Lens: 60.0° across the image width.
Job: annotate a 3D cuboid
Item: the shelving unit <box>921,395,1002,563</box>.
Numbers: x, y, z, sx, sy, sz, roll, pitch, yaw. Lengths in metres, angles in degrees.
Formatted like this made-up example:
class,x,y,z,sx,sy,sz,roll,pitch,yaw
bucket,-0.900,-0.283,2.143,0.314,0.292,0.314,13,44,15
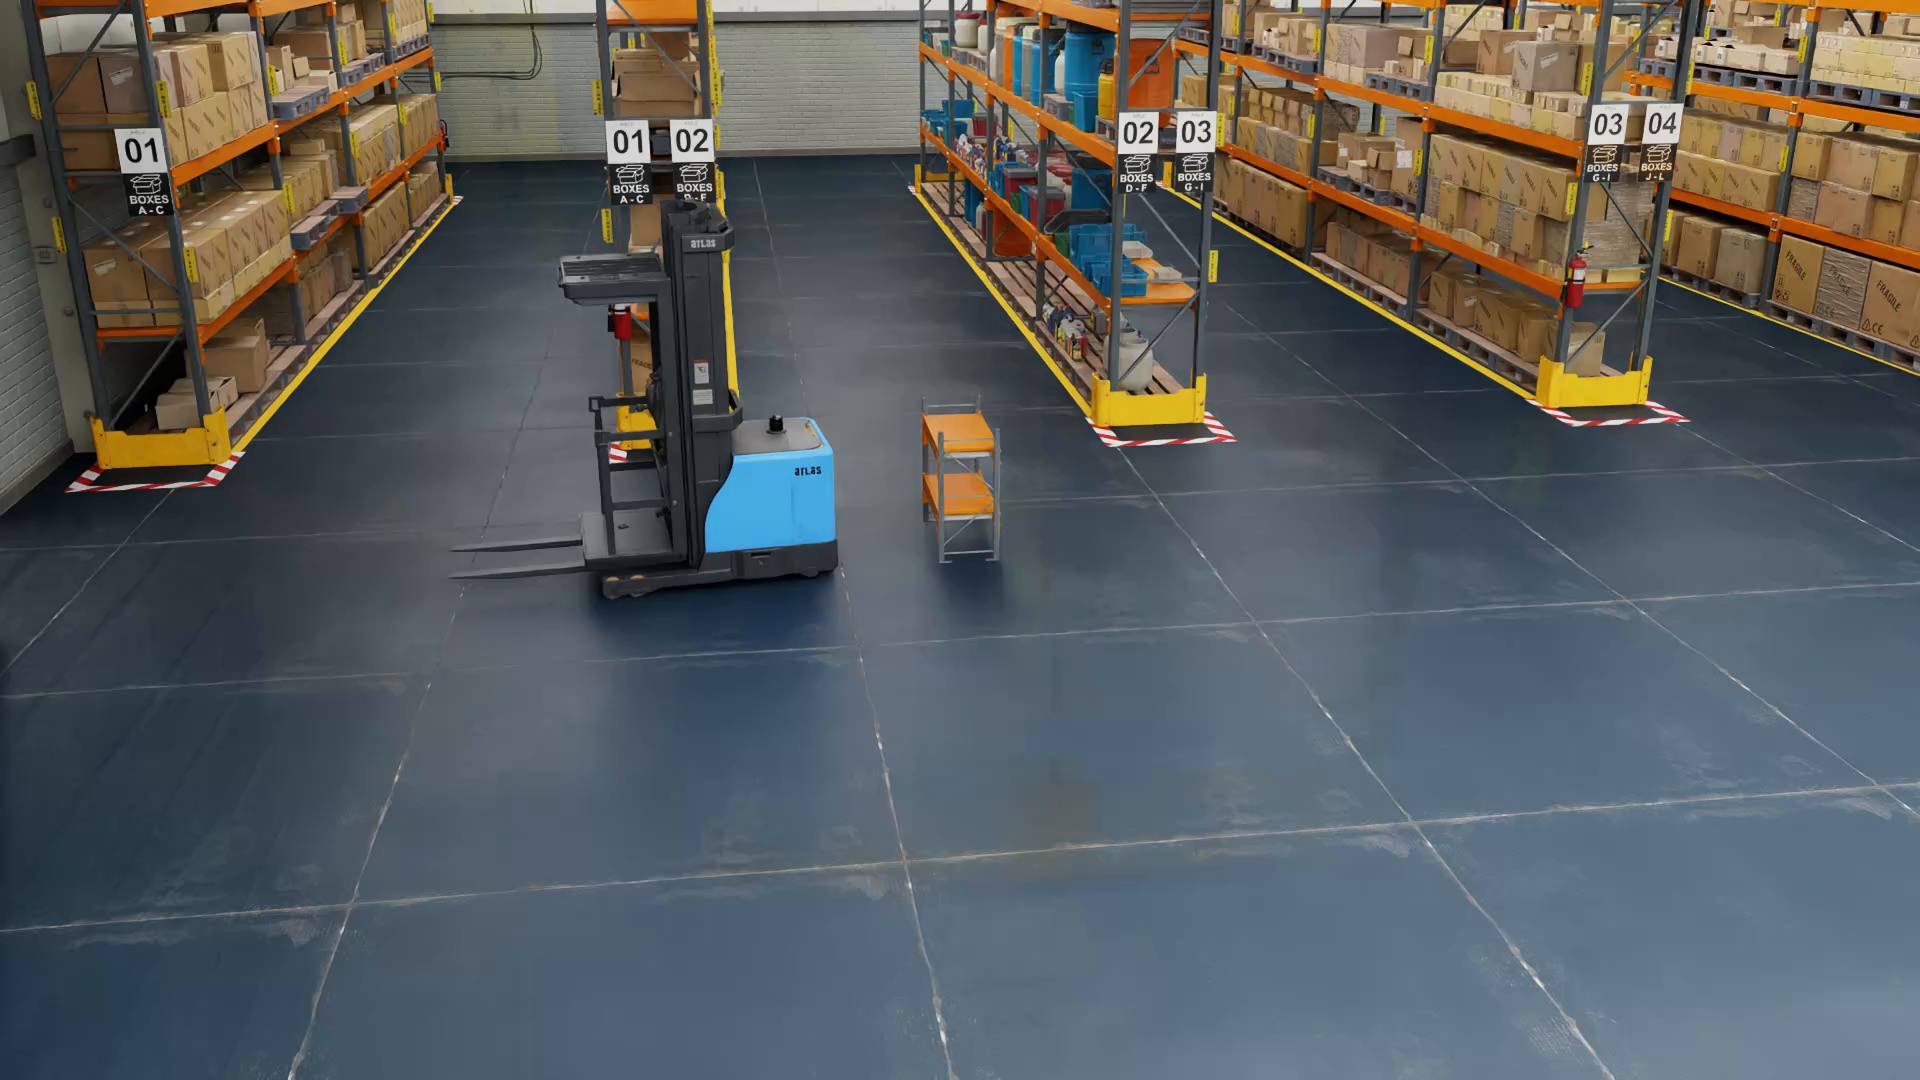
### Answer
class,x,y,z,sx,sy,sz,roll,pitch,yaw
shelving unit,-0.001,-0.529,14.026,0.538,1.125,1.048,-3,21,-8

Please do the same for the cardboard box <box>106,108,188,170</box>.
class,x,y,z,sx,sy,sz,roll,pitch,yaw
cardboard box,-7.562,-3.740,15.483,0.500,0.500,0.500,-2,21,-6

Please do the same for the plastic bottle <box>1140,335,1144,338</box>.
class,x,y,z,sx,sy,sz,roll,pitch,yaw
plastic bottle,2.089,-2.221,19.146,0.097,0.271,0.097,0,20,0

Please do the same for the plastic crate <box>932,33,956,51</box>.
class,x,y,z,sx,sy,sz,roll,pitch,yaw
plastic crate,-0.250,-8.756,29.255,0.437,0.282,0.530,-3,21,-8

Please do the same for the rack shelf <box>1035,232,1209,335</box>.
class,x,y,z,sx,sy,sz,roll,pitch,yaw
rack shelf,1.754,-3.005,19.003,1.077,0.370,4.000,-3,21,-8

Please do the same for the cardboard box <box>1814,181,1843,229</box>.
class,x,y,z,sx,sy,sz,roll,pitch,yaw
cardboard box,11.456,-4.253,21.102,0.875,0.550,0.550,-3,21,-8

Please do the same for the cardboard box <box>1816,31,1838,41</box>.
class,x,y,z,sx,sy,sz,roll,pitch,yaw
cardboard box,14.856,-8.591,28.376,0.380,0.166,0.250,-4,21,-11

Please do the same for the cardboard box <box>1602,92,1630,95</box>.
class,x,y,z,sx,sy,sz,roll,pitch,yaw
cardboard box,7.064,-4.802,18.143,0.380,0.149,0.250,-2,21,-6

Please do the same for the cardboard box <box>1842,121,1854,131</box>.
class,x,y,z,sx,sy,sz,roll,pitch,yaw
cardboard box,15.104,-6.841,27.746,0.500,0.250,0.500,-3,21,-9

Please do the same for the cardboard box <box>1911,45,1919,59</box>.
class,x,y,z,sx,sy,sz,roll,pitch,yaw
cardboard box,11.262,-5.647,19.237,0.380,0.149,0.250,-3,21,-7

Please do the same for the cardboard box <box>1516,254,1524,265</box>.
class,x,y,z,sx,sy,sz,roll,pitch,yaw
cardboard box,6.560,-3.216,18.900,0.380,0.149,0.250,-3,21,-8

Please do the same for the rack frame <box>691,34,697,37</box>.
class,x,y,z,sx,sy,sz,roll,pitch,yaw
rack frame,-4.590,-9.366,26.432,1.000,3.000,0.127,-3,21,-8

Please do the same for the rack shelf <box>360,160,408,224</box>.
class,x,y,z,sx,sy,sz,roll,pitch,yaw
rack shelf,-9.203,-5.275,25.081,1.077,0.370,4.000,-3,21,-8

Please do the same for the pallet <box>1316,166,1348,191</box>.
class,x,y,z,sx,sy,sz,roll,pitch,yaw
pallet,5.999,-5.338,24.495,1.213,0.211,1.003,-3,21,-8

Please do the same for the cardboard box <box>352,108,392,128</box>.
class,x,y,z,sx,sy,sz,roll,pitch,yaw
cardboard box,-9.106,-6.525,25.731,0.500,0.250,0.500,-2,21,-7

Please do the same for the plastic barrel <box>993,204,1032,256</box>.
class,x,y,z,sx,sy,sz,roll,pitch,yaw
plastic barrel,0.802,-4.768,25.196,0.600,0.830,0.708,-3,21,-8

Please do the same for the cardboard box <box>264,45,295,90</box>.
class,x,y,z,sx,sy,sz,roll,pitch,yaw
cardboard box,-8.515,-5.804,20.438,0.500,0.500,0.500,-4,21,-10

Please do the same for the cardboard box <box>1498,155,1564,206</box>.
class,x,y,z,sx,sy,sz,roll,pitch,yaw
cardboard box,6.472,-4.078,18.850,0.500,0.500,0.500,-3,21,-8

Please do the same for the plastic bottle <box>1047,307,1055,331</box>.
class,x,y,z,sx,sy,sz,roll,pitch,yaw
plastic bottle,1.152,-2.722,20.480,0.152,0.276,0.135,-2,21,-6

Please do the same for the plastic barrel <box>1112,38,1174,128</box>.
class,x,y,z,sx,sy,sz,roll,pitch,yaw
plastic barrel,1.847,-4.614,16.783,0.600,0.830,0.708,-3,21,-8

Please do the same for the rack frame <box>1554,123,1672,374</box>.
class,x,y,z,sx,sy,sz,roll,pitch,yaw
rack frame,6.944,-2.899,17.692,1.000,3.000,0.127,-3,21,-8

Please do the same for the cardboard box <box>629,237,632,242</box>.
class,x,y,z,sx,sy,sz,roll,pitch,yaw
cardboard box,-3.142,-2.965,16.797,0.380,0.149,0.250,-2,21,-6

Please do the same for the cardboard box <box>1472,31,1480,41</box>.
class,x,y,z,sx,sy,sz,roll,pitch,yaw
cardboard box,9.664,-9.110,30.247,0.500,0.250,0.500,-3,21,-8

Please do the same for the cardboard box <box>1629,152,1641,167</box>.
class,x,y,z,sx,sy,sz,roll,pitch,yaw
cardboard box,10.511,-5.762,25.214,0.500,0.500,0.500,-3,21,-7

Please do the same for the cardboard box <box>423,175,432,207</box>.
class,x,y,z,sx,sy,sz,roll,pitch,yaw
cardboard box,-9.722,-6.131,29.316,0.700,0.500,0.500,-4,21,-10

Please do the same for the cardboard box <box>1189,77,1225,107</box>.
class,x,y,z,sx,sy,sz,roll,pitch,yaw
cardboard box,4.592,-8.327,30.942,0.500,0.500,0.500,-3,21,-9

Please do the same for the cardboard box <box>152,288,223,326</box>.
class,x,y,z,sx,sy,sz,roll,pitch,yaw
cardboard box,-7.517,-2.274,16.203,0.500,0.250,0.500,-4,21,-9

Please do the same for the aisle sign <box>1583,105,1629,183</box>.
class,x,y,z,sx,sy,sz,roll,pitch,yaw
aisle sign,6.656,-4.081,17.139,0.394,0.787,0.004,-3,21,-8

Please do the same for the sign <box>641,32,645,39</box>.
class,x,y,z,sx,sy,sz,roll,pitch,yaw
sign,-5.125,-8.173,26.786,0.100,0.325,0.005,-3,21,-8

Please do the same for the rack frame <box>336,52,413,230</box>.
class,x,y,z,sx,sy,sz,roll,pitch,yaw
rack frame,-9.491,-6.305,26.809,1.000,3.000,0.127,-3,21,-8

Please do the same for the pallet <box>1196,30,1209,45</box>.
class,x,y,z,sx,sy,sz,roll,pitch,yaw
pallet,4.934,-9.123,30.195,1.003,0.211,1.213,-3,21,-8

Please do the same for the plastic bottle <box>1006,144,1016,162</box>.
class,x,y,z,sx,sy,sz,roll,pitch,yaw
plastic bottle,0.797,-6.044,26.181,0.144,0.351,0.185,-3,21,-8

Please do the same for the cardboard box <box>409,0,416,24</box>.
class,x,y,z,sx,sy,sz,roll,pitch,yaw
cardboard box,-9.547,-9.026,28.207,0.500,0.500,0.500,-4,21,-10

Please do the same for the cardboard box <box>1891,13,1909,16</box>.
class,x,y,z,sx,sy,sz,roll,pitch,yaw
cardboard box,19.148,-10.497,33.537,0.500,0.250,0.500,-3,21,-8

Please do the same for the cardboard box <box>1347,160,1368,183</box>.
class,x,y,z,sx,sy,sz,roll,pitch,yaw
cardboard box,5.804,-5.204,23.476,0.500,0.250,0.500,-4,21,-9

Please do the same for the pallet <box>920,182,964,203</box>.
class,x,y,z,sx,sy,sz,roll,pitch,yaw
pallet,-0.184,-6.595,31.573,1.003,0.211,1.213,-3,21,-8

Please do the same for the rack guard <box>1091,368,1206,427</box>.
class,x,y,z,sx,sy,sz,roll,pitch,yaw
rack guard,1.985,-1.502,17.524,1.175,0.500,0.348,-3,21,-8

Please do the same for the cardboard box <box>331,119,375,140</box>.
class,x,y,z,sx,sy,sz,roll,pitch,yaw
cardboard box,-8.879,-5.996,24.313,0.500,0.250,0.500,-3,21,-7

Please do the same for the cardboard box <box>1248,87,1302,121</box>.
class,x,y,z,sx,sy,sz,roll,pitch,yaw
cardboard box,5.314,-7.350,28.032,0.797,0.503,0.637,-3,21,-9

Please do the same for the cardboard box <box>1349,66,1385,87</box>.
class,x,y,z,sx,sy,sz,roll,pitch,yaw
cardboard box,5.763,-6.473,23.188,0.500,0.250,0.500,-2,21,-7

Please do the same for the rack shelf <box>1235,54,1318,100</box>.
class,x,y,z,sx,sy,sz,roll,pitch,yaw
rack shelf,5.502,-7.430,26.563,1.077,0.370,4.000,-3,21,-8

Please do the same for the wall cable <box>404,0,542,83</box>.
class,x,y,z,sx,sy,sz,roll,pitch,yaw
wall cable,-10.529,-11.022,35.302,3.097,2.526,0.112,-3,21,-8

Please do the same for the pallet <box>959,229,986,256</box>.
class,x,y,z,sx,sy,sz,roll,pitch,yaw
pallet,0.562,-4.805,26.780,1.003,0.211,1.213,-3,21,-8

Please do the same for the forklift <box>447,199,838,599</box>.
class,x,y,z,sx,sy,sz,roll,pitch,yaw
forklift,-2.561,-1.116,13.016,3.031,2.935,1.130,-5,21,-13

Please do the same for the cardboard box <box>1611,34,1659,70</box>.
class,x,y,z,sx,sy,sz,roll,pitch,yaw
cardboard box,10.379,-7.521,25.636,0.500,0.500,0.500,-3,21,-8

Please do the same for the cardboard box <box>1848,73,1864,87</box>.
class,x,y,z,sx,sy,sz,roll,pitch,yaw
cardboard box,11.115,-5.624,20.317,0.380,0.149,0.250,-3,21,-9

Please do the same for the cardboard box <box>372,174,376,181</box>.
class,x,y,z,sx,sy,sz,roll,pitch,yaw
cardboard box,-8.965,-5.468,24.898,0.380,0.149,0.250,-3,21,-7

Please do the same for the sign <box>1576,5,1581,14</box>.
class,x,y,z,sx,sy,sz,roll,pitch,yaw
sign,10.685,-9.130,28.786,0.100,0.325,0.005,-3,21,-8

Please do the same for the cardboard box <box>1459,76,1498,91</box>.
class,x,y,z,sx,sy,sz,roll,pitch,yaw
cardboard box,6.233,-5.494,19.995,0.380,0.149,0.250,-3,21,-7

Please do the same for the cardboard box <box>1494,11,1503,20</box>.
class,x,y,z,sx,sy,sz,roll,pitch,yaw
cardboard box,9.696,-9.293,29.453,0.380,0.149,0.250,-3,21,-8

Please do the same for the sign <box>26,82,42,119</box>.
class,x,y,z,sx,sy,sz,roll,pitch,yaw
sign,-8.313,-3.949,14.949,0.100,0.325,0.005,-3,21,-8

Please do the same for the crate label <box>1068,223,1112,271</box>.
class,x,y,z,sx,sy,sz,roll,pitch,yaw
crate label,1.509,-3.290,18.686,0.502,0.435,0.616,-3,21,-8
